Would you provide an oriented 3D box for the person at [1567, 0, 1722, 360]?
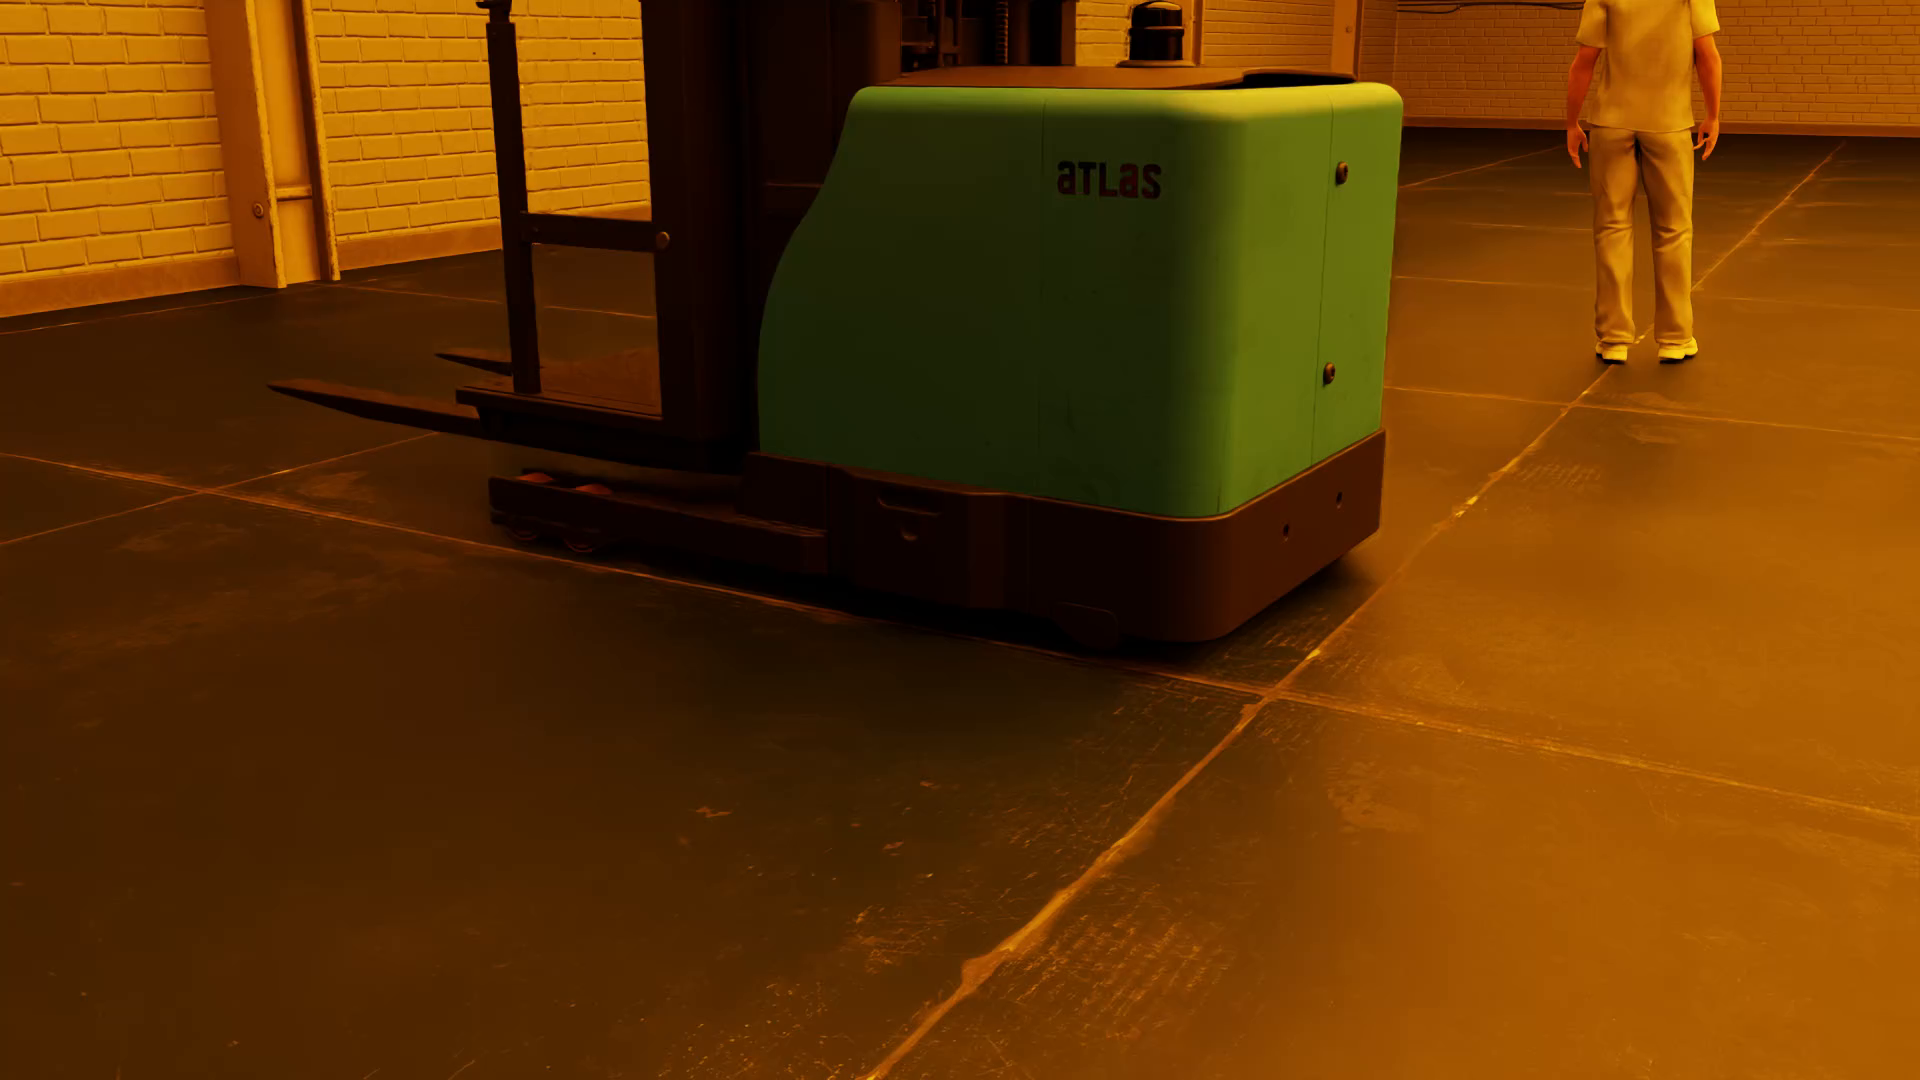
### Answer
[{"bbox_3d":[2.534,-1.508,6.168,0.550,1.673,0.548,7,18,23],"label":"person"}]

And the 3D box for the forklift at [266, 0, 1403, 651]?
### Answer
[{"bbox_3d":[-0.538,-1.487,3.903,3.031,2.935,1.130,10,19,31],"label":"forklift"}]
